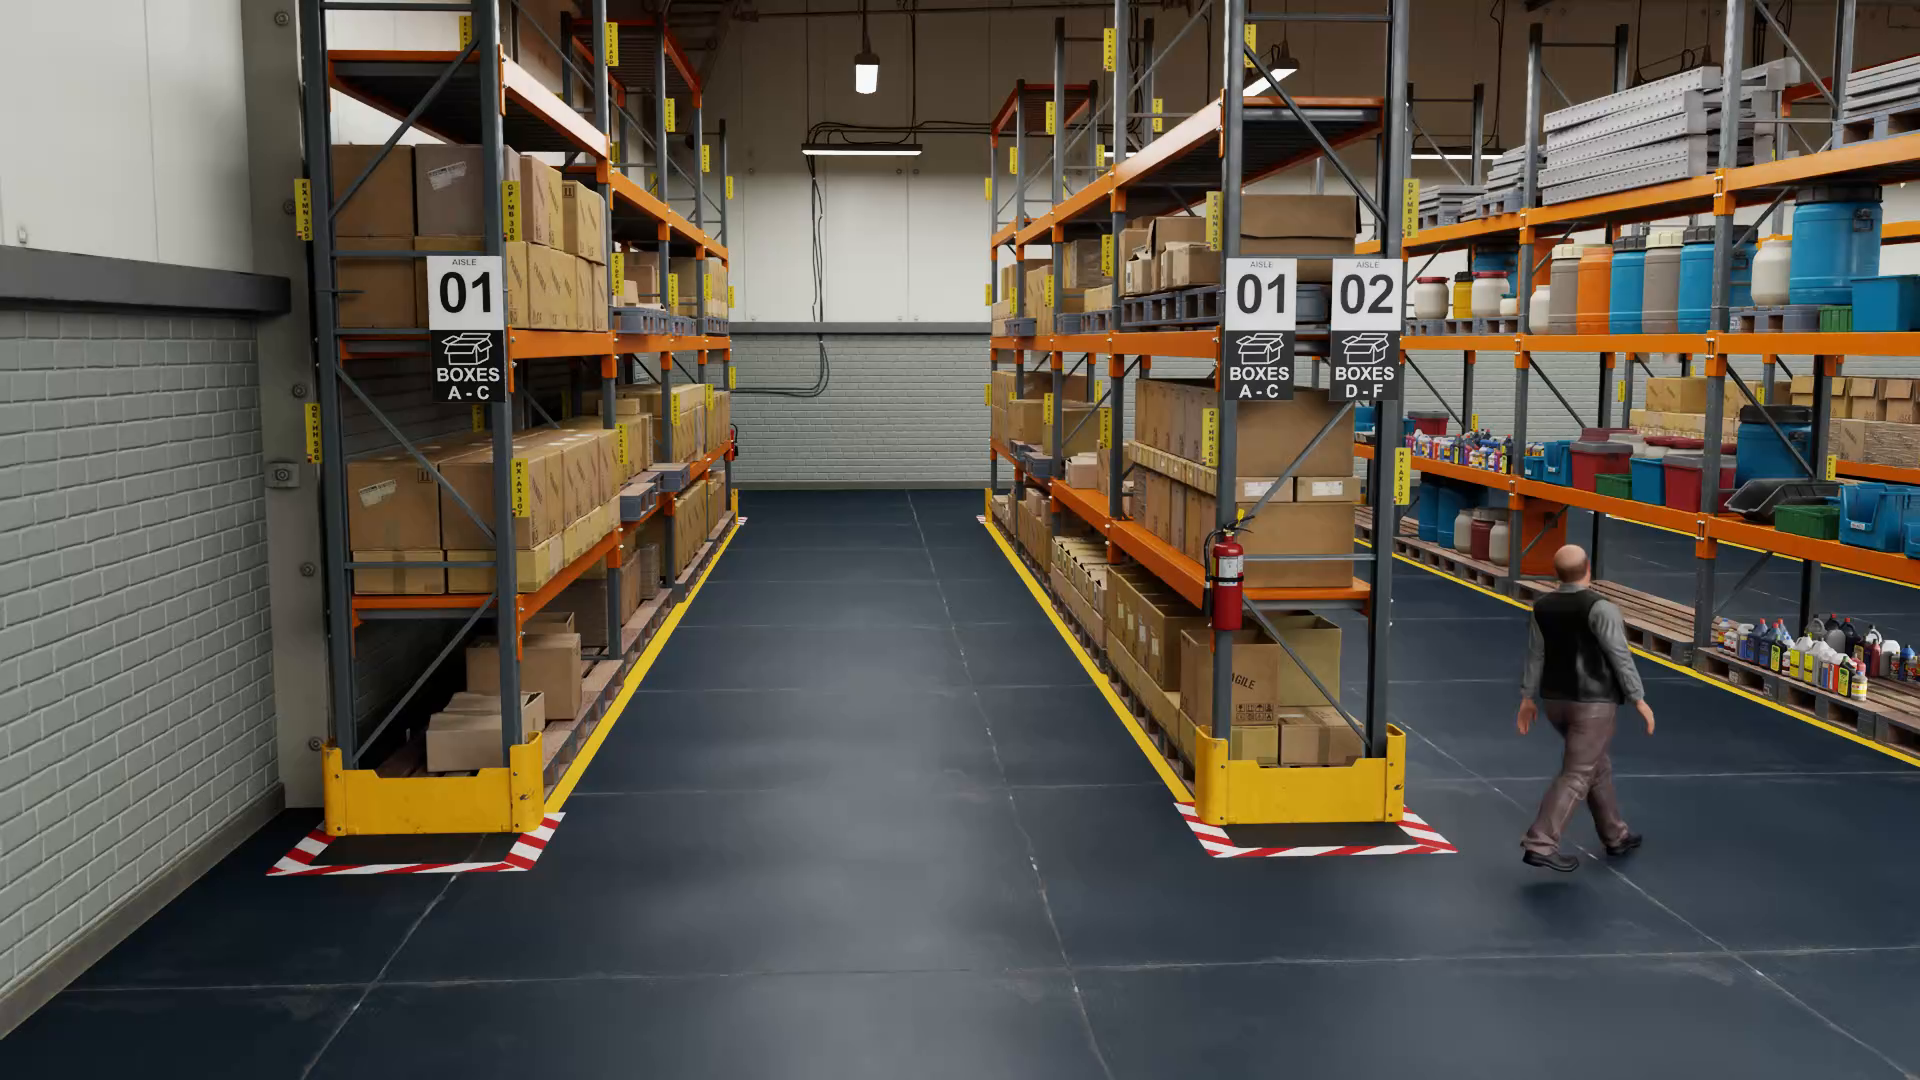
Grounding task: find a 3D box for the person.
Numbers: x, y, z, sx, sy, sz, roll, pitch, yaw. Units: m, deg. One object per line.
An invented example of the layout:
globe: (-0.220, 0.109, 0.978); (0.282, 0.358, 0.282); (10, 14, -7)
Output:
person: (3.275, 0.863, 8.662); (0.991, 1.673, 0.623); (-3, 7, -25)
